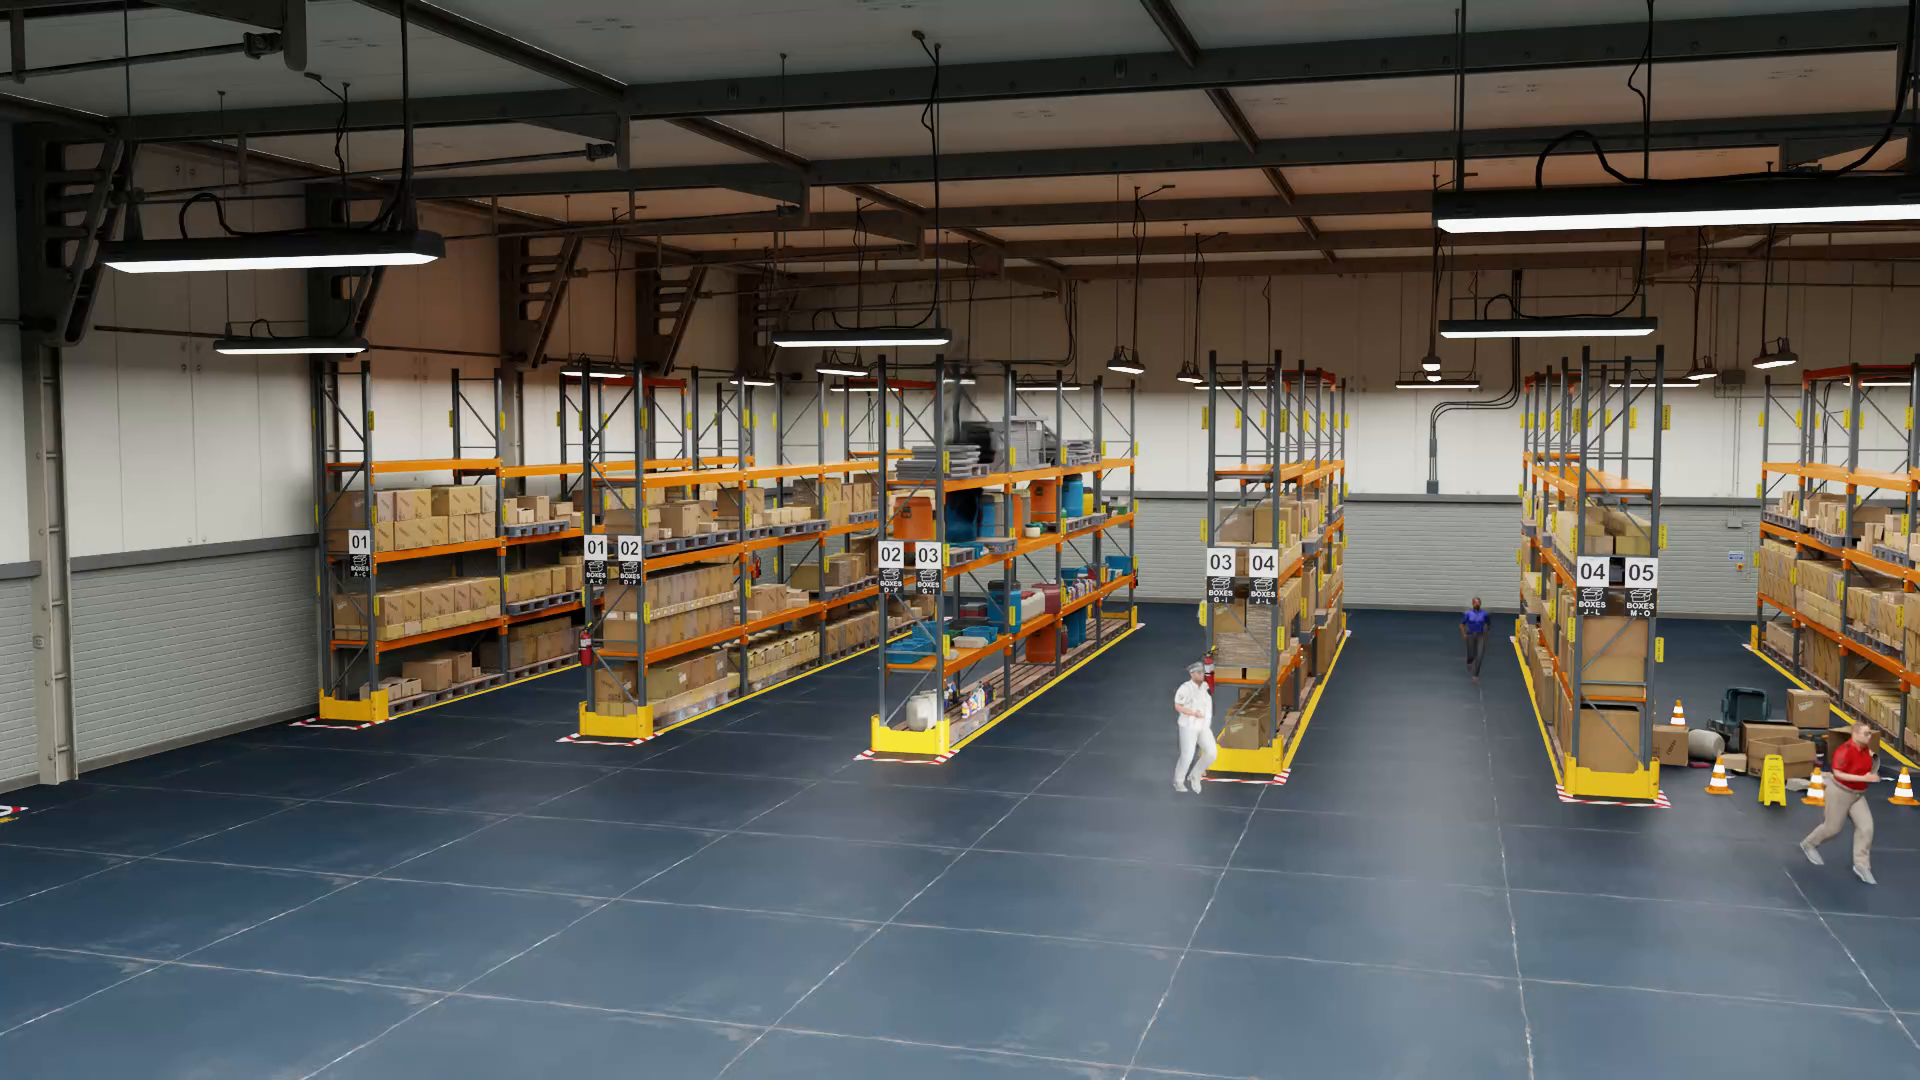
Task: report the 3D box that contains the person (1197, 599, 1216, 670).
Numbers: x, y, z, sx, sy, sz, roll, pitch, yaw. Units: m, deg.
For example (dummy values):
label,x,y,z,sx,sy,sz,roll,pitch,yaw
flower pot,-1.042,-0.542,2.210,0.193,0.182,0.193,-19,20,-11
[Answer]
label,x,y,z,sx,sy,sz,roll,pitch,yaw
person,5.061,1.778,33.421,0.594,1.753,0.753,1,4,17

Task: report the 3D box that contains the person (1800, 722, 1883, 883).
label,x,y,z,sx,sy,sz,roll,pitch,yaw
person,9.736,2.867,18.334,0.677,1.791,0.952,-2,5,-26

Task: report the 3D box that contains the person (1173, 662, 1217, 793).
label,x,y,z,sx,sy,sz,roll,pitch,yaw
person,3.198,2.528,22.422,0.665,1.792,0.645,-2,5,-29

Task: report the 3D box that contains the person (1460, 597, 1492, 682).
label,x,y,z,sx,sy,sz,roll,pitch,yaw
person,9.981,1.916,32.213,0.560,1.608,0.578,1,4,11
